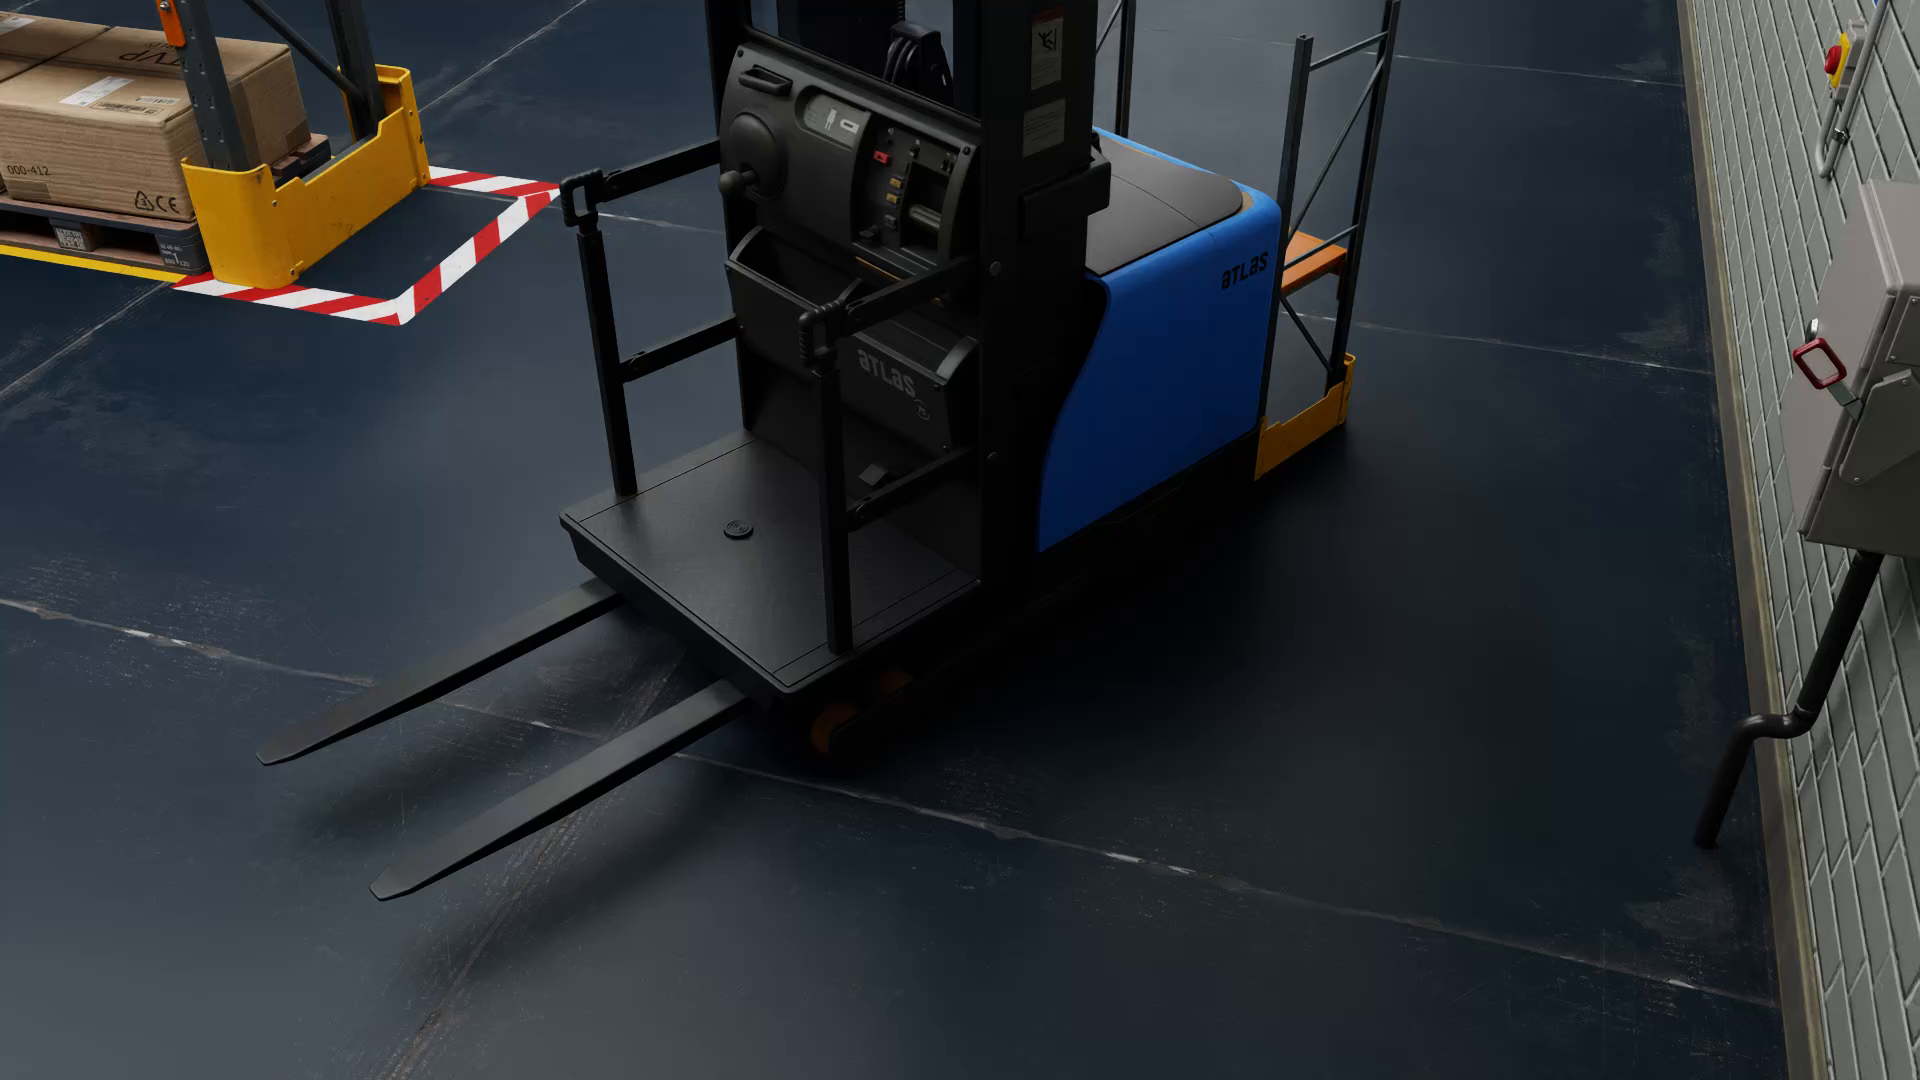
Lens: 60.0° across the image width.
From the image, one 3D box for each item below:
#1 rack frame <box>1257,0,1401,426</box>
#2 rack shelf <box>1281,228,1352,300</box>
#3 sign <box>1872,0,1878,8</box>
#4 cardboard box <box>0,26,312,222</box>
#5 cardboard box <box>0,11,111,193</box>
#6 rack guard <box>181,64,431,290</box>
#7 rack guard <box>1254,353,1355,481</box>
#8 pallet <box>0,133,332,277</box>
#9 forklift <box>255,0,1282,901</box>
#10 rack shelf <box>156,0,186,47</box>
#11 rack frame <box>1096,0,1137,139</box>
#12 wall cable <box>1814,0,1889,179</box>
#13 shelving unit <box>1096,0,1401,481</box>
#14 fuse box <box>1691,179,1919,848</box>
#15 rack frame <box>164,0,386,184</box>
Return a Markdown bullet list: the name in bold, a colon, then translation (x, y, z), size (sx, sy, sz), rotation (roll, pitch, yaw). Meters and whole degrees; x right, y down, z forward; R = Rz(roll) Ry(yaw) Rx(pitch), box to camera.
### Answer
- **rack frame**: translation (1.145, -0.928, 5.324), size (0.032, 1.500, 0.500), rotation (30, 46, 35)
- **rack shelf**: translation (0.784, -0.995, 5.719), size (1.000, 0.185, 0.538), rotation (30, 46, 35)
- **sign**: translation (2.715, -1.713, 4.897), size (0.001, 0.218, 0.327), rotation (10, 38, 14)
- **cardboard box**: translation (-3.406, -1.768, 7.008), size (0.875, 0.438, 0.875), rotation (9, 37, 12)
- **cardboard box**: translation (-4.282, -1.925, 7.221), size (0.875, 0.438, 0.875), rotation (11, 38, 15)
- **rack guard**: translation (-2.724, -1.560, 7.026), size (0.348, 0.500, 1.175), rotation (10, 38, 14)
- **rack guard**: translation (1.144, -0.425, 5.695), size (0.087, 0.250, 0.587), rotation (30, 46, 35)
- **pallet**: translation (-3.533, -1.545, 7.250), size (1.213, 0.211, 1.003), rotation (10, 38, 14)
- **forklift**: translation (-0.456, -0.928, 4.117), size (3.031, 2.935, 1.130), rotation (-29, 45, -33)
- **rack shelf**: translation (-4.656, -2.635, 6.985), size (4.000, 0.370, 1.077), rotation (10, 38, 14)
- **rack frame**: translation (0.423, -1.352, 5.900), size (0.032, 1.500, 0.500), rotation (30, 46, 35)
- **wall cable**: translation (2.643, -2.009, 4.645), size (0.123, 1.953, 0.585), rotation (10, 38, 14)
- **shelving unit**: translation (0.790, -1.137, 5.607), size (1.083, 1.500, 0.587), rotation (30, 46, 35)
- **fuse box**: translation (1.877, 0.094, 3.757), size (0.414, 1.711, 0.539), rotation (10, 38, 14)
- **rack frame**: translation (-2.747, -2.571, 6.291), size (0.127, 3.000, 1.000), rotation (10, 38, 14)
